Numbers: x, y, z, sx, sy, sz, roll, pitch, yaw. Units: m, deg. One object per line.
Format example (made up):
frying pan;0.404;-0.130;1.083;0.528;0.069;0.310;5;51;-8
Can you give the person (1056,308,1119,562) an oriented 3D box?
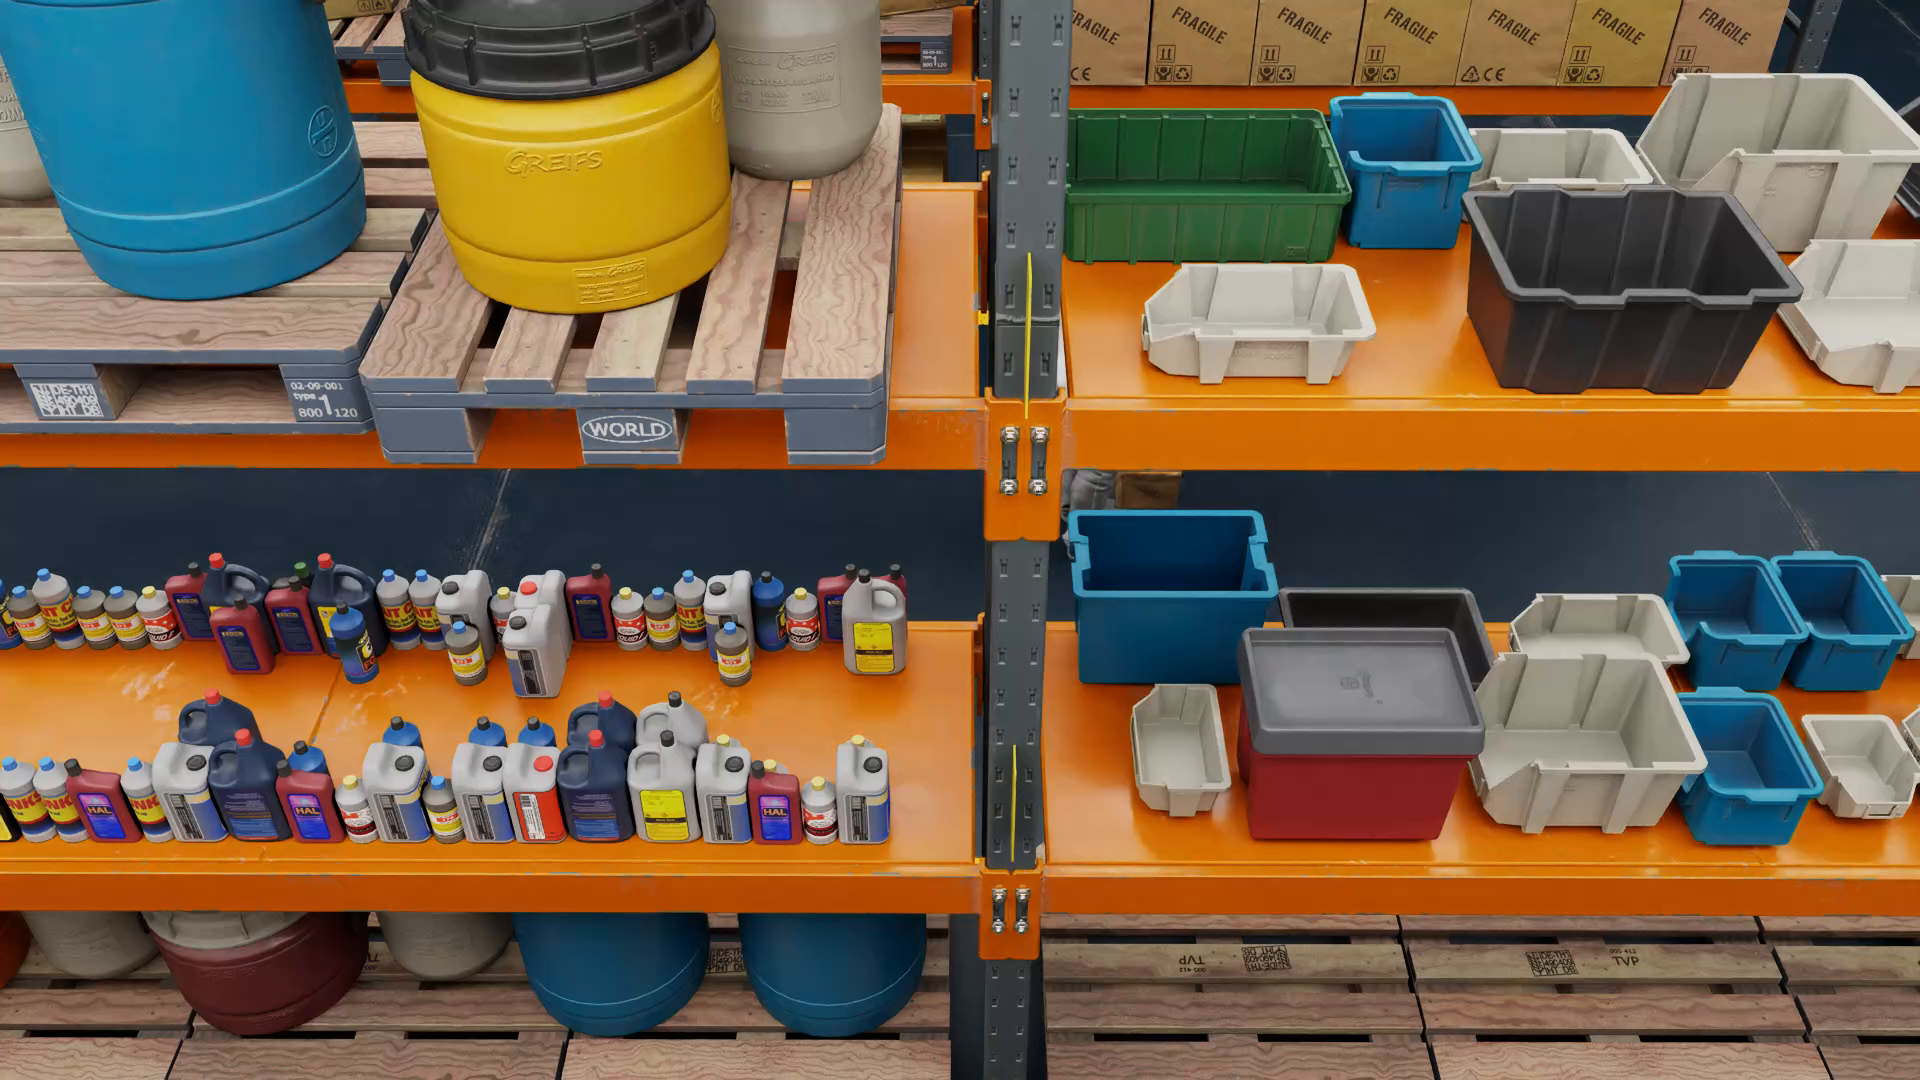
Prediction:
person;0.585;-0.715;7.014;0.443;1.759;0.601;-1;39;-1
